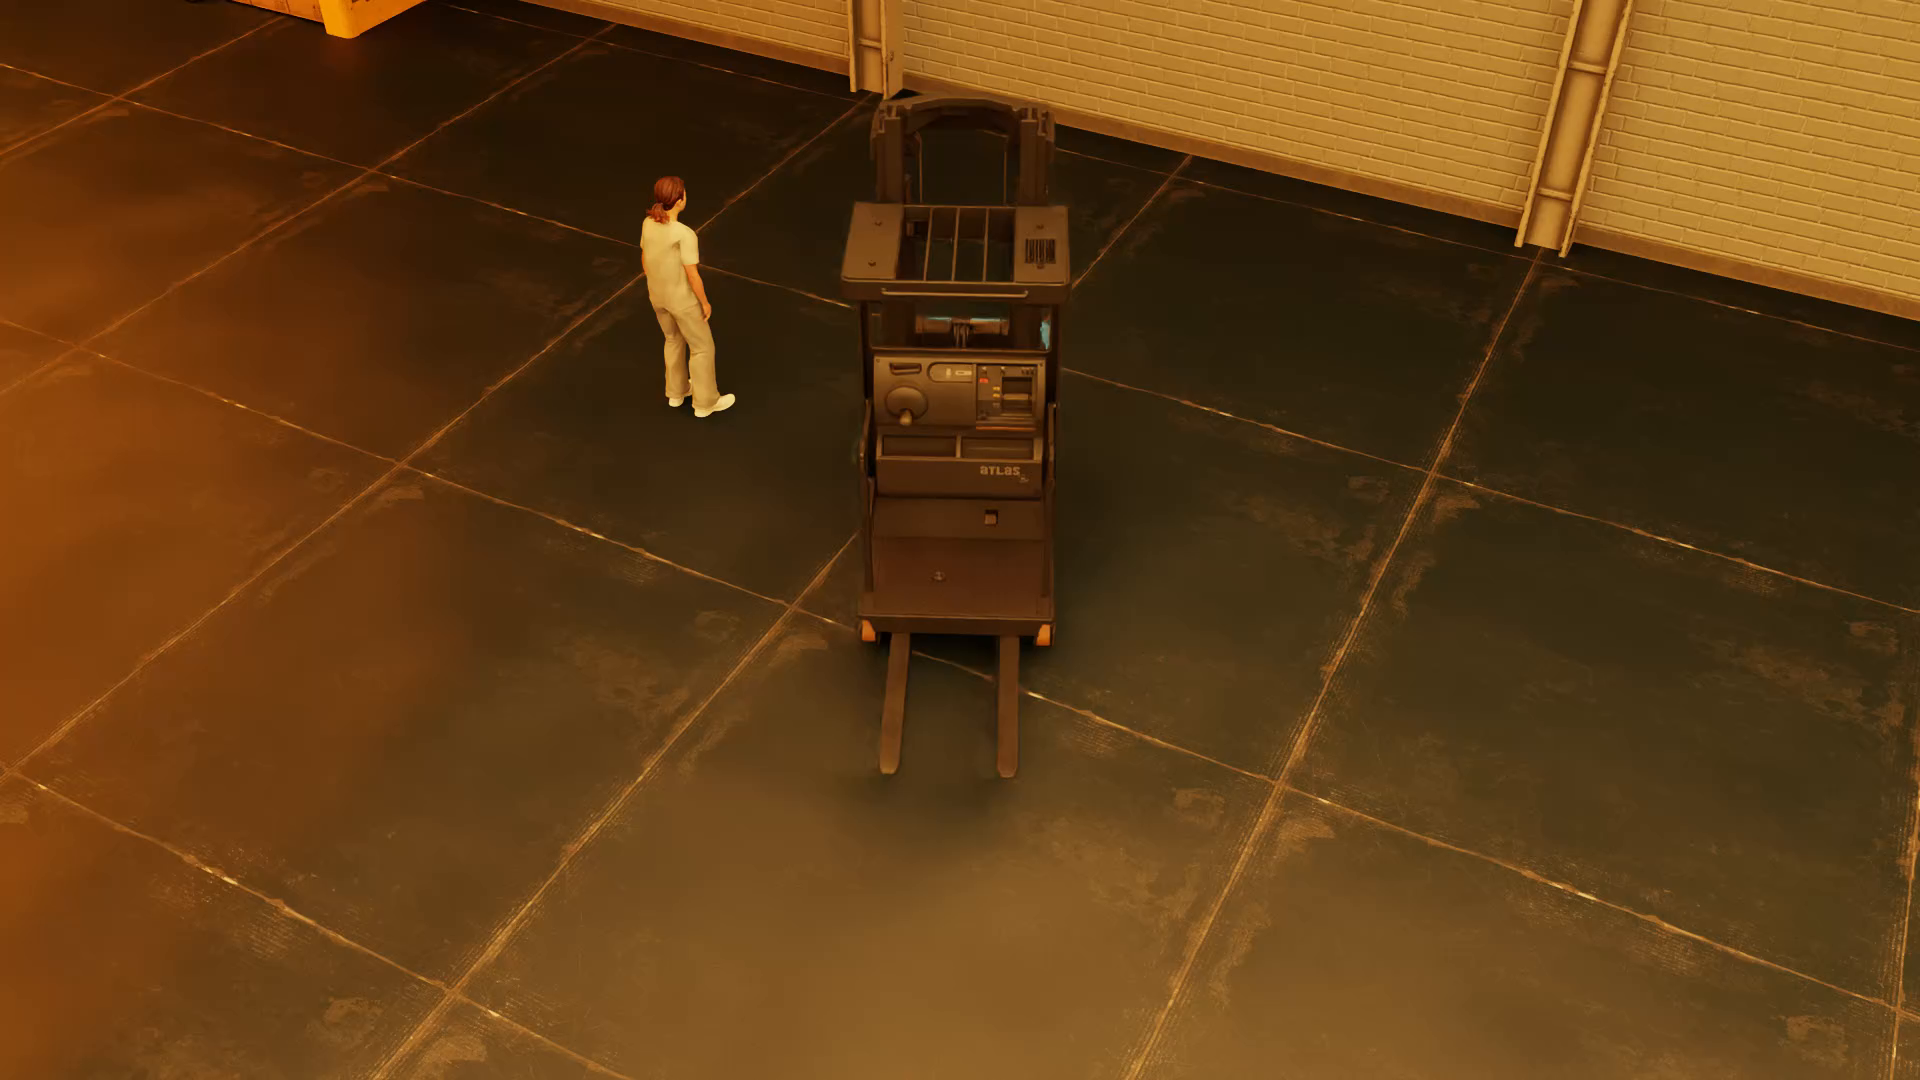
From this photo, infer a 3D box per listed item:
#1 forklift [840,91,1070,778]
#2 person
[{"bbox_3d":[-0.008,-0.724,8.846,1.130,2.935,3.031,1,40,2],"label":"forklift"},{"bbox_3d":[-1.825,-1.581,10.842,0.498,1.671,0.361,24,46,26],"label":"person"}]
